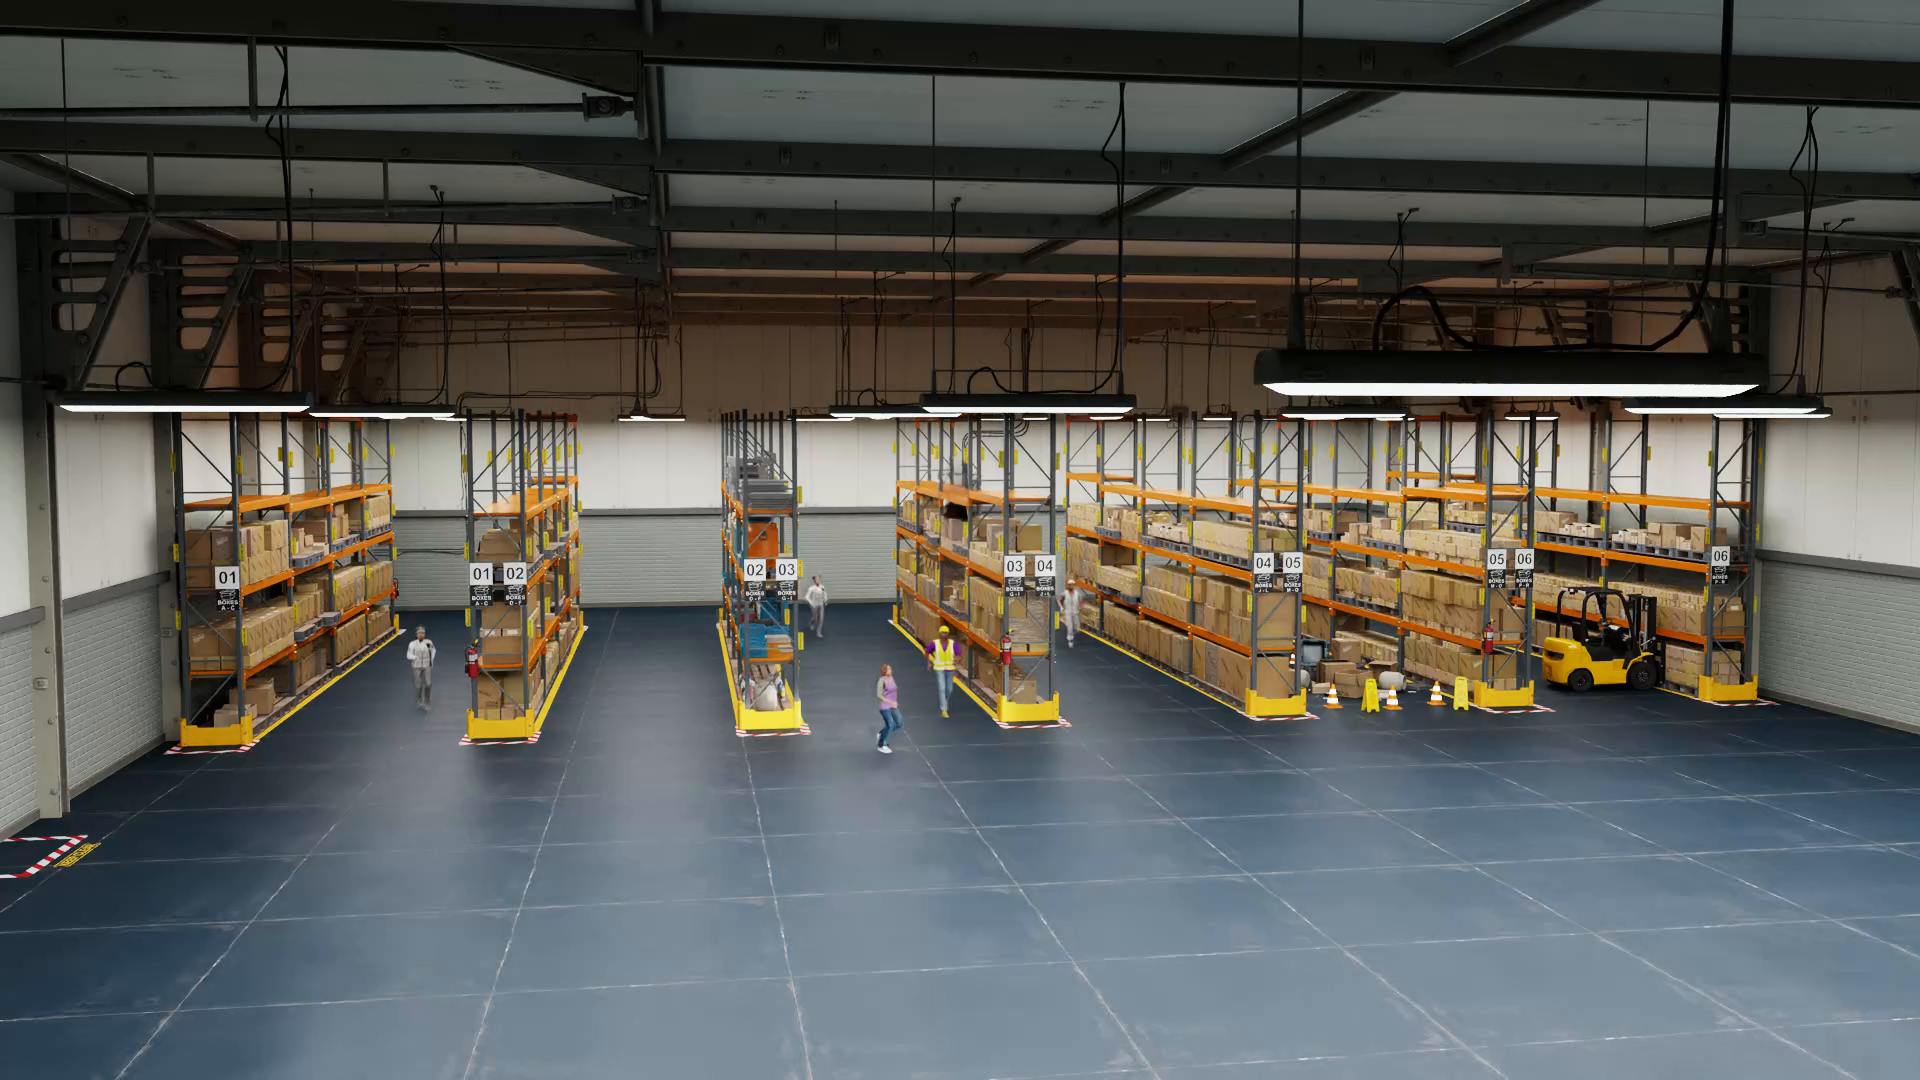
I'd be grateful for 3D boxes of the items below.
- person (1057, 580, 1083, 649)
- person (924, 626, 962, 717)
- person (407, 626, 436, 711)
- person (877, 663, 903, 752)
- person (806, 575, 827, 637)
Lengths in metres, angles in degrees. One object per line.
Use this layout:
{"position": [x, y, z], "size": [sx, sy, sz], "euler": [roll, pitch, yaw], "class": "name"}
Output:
{"position": [2.829, 1.889, 42.487], "size": [0.662, 1.746, 0.767], "euler": [0, 4, -6], "class": "person"}
{"position": [-0.319, 2.555, 32.709], "size": [0.726, 1.751, 0.904], "euler": [-1, 4, -10], "class": "person"}
{"position": [-10.747, 2.577, 33.223], "size": [0.569, 1.726, 0.726], "euler": [-2, 4, -23], "class": "person"}
{"position": [-1.236, 2.926, 28.995], "size": [0.478, 1.561, 0.550], "euler": [2, 5, 28], "class": "person"}
{"position": [-3.860, 1.773, 44.945], "size": [0.622, 1.666, 0.702], "euler": [-2, 4, -24], "class": "person"}
